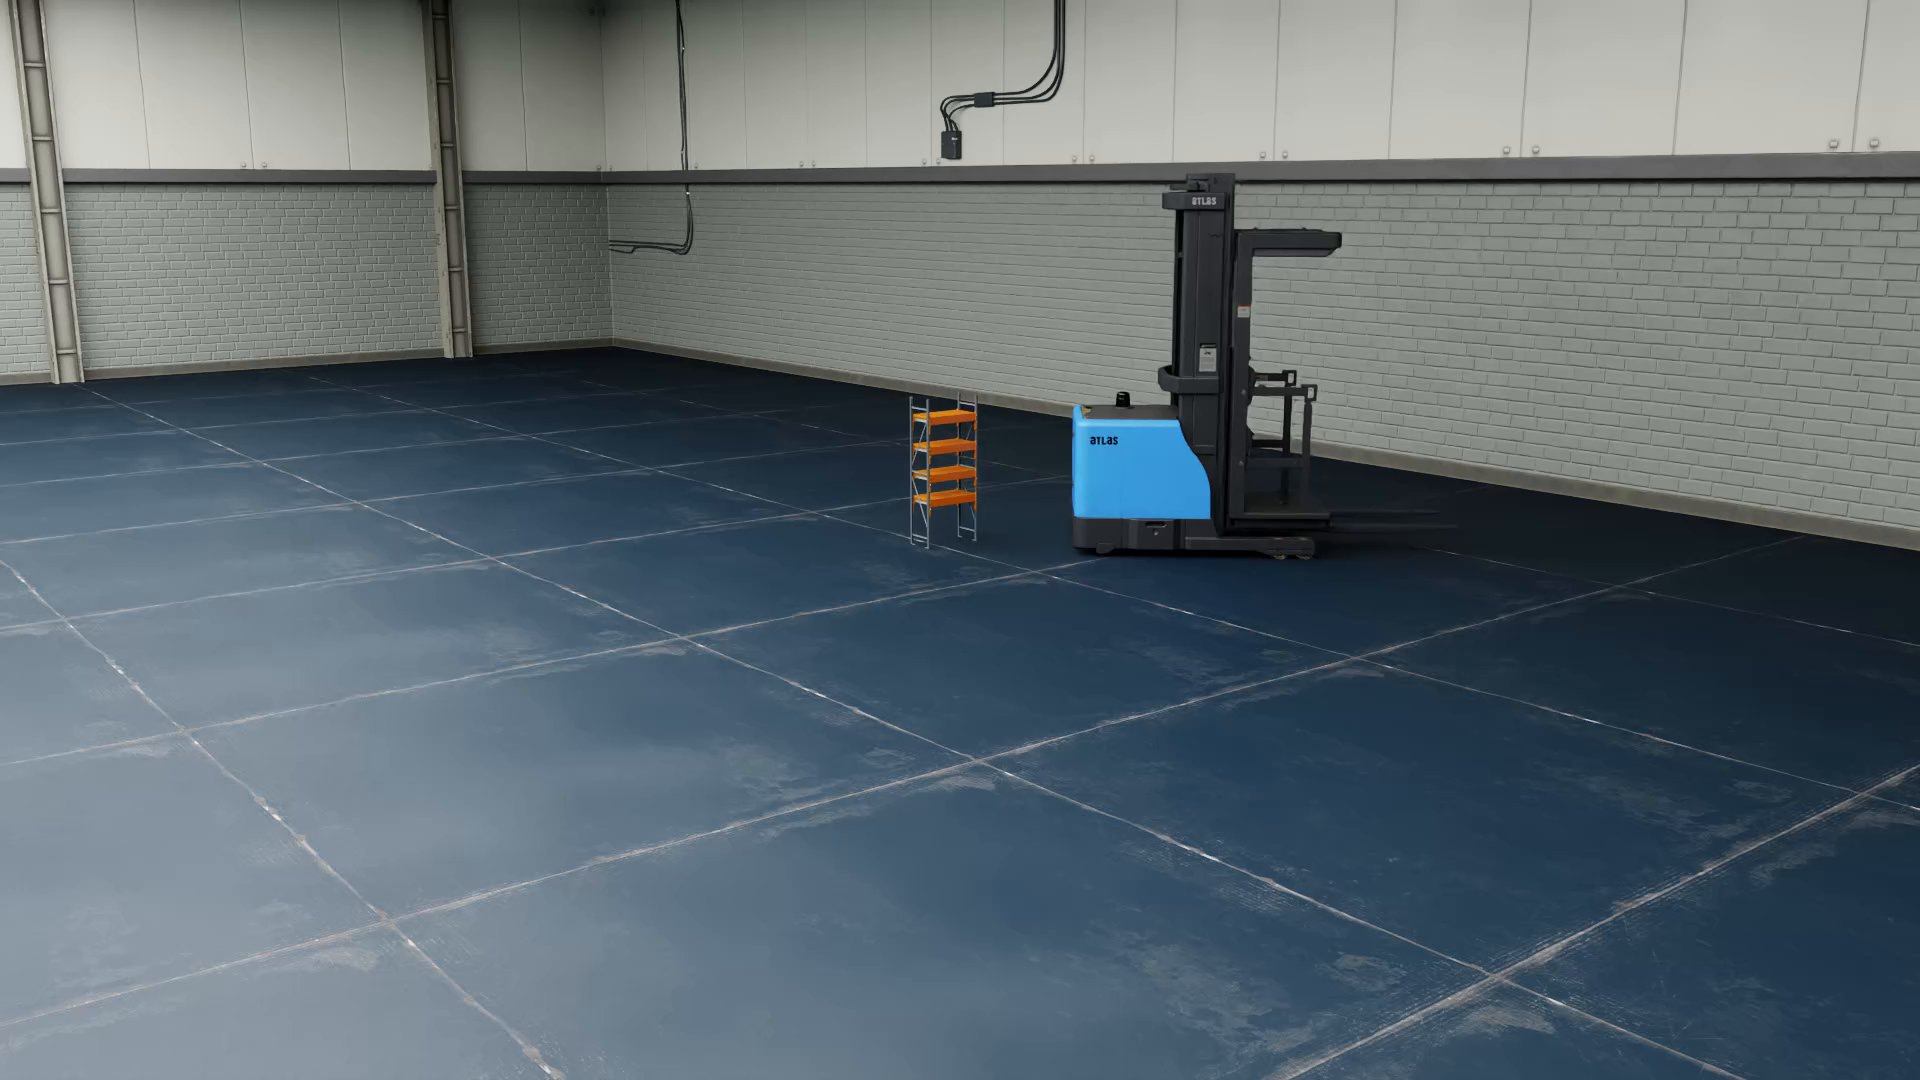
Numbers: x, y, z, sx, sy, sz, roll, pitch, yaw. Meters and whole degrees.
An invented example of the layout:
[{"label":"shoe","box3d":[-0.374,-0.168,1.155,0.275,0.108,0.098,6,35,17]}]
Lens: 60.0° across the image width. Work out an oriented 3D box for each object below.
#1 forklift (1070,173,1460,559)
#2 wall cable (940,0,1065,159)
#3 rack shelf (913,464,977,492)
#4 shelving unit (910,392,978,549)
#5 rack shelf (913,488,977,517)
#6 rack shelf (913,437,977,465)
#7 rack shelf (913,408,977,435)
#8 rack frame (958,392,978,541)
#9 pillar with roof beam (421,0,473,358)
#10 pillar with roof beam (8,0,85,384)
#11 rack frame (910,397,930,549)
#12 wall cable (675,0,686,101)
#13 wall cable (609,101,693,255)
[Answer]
[{"label":"forklift","box3d":[2.415,-1.396,13.144,3.031,2.935,1.130,1,12,2]},{"label":"wall cable","box3d":[0.498,-7.814,20.578,0.169,6.003,2.305,-9,15,-38]},{"label":"rack shelf","box3d":[-0.129,-0.500,13.417,0.480,0.148,0.258,-9,15,-38]},{"label":"shelving unit","box3d":[-0.129,-0.565,13.403,0.503,1.200,0.258,-9,15,-38]},{"label":"rack shelf","box3d":[-0.129,-0.305,13.458,0.480,0.148,0.258,-9,15,-38]},{"label":"rack shelf","box3d":[-0.129,-0.718,13.371,0.480,0.148,0.258,-9,15,-38]},{"label":"rack shelf","box3d":[-0.129,-0.950,13.321,0.480,0.148,0.258,-9,15,-38]},{"label":"rack frame","box3d":[0.061,-0.597,13.552,0.015,1.200,0.240,-9,15,-38]},{"label":"pillar with roof beam","box3d":[-5.857,-6.827,24.114,0.400,9.000,9.100,-9,15,-38]},{"label":"pillar with roof beam","box3d":[-10.542,-6.048,20.447,0.400,9.000,9.100,-9,15,-38]},{"label":"rack frame","box3d":[-0.320,-0.534,13.254,0.015,1.200,0.240,-9,15,-38]},{"label":"wall cable","box3d":[-3.730,-8.206,25.924,0.112,2.526,3.097,-9,15,-38]},{"label":"wall cable","box3d":[-5.420,-6.174,28.515,0.112,2.526,3.097,-9,15,-38]}]
